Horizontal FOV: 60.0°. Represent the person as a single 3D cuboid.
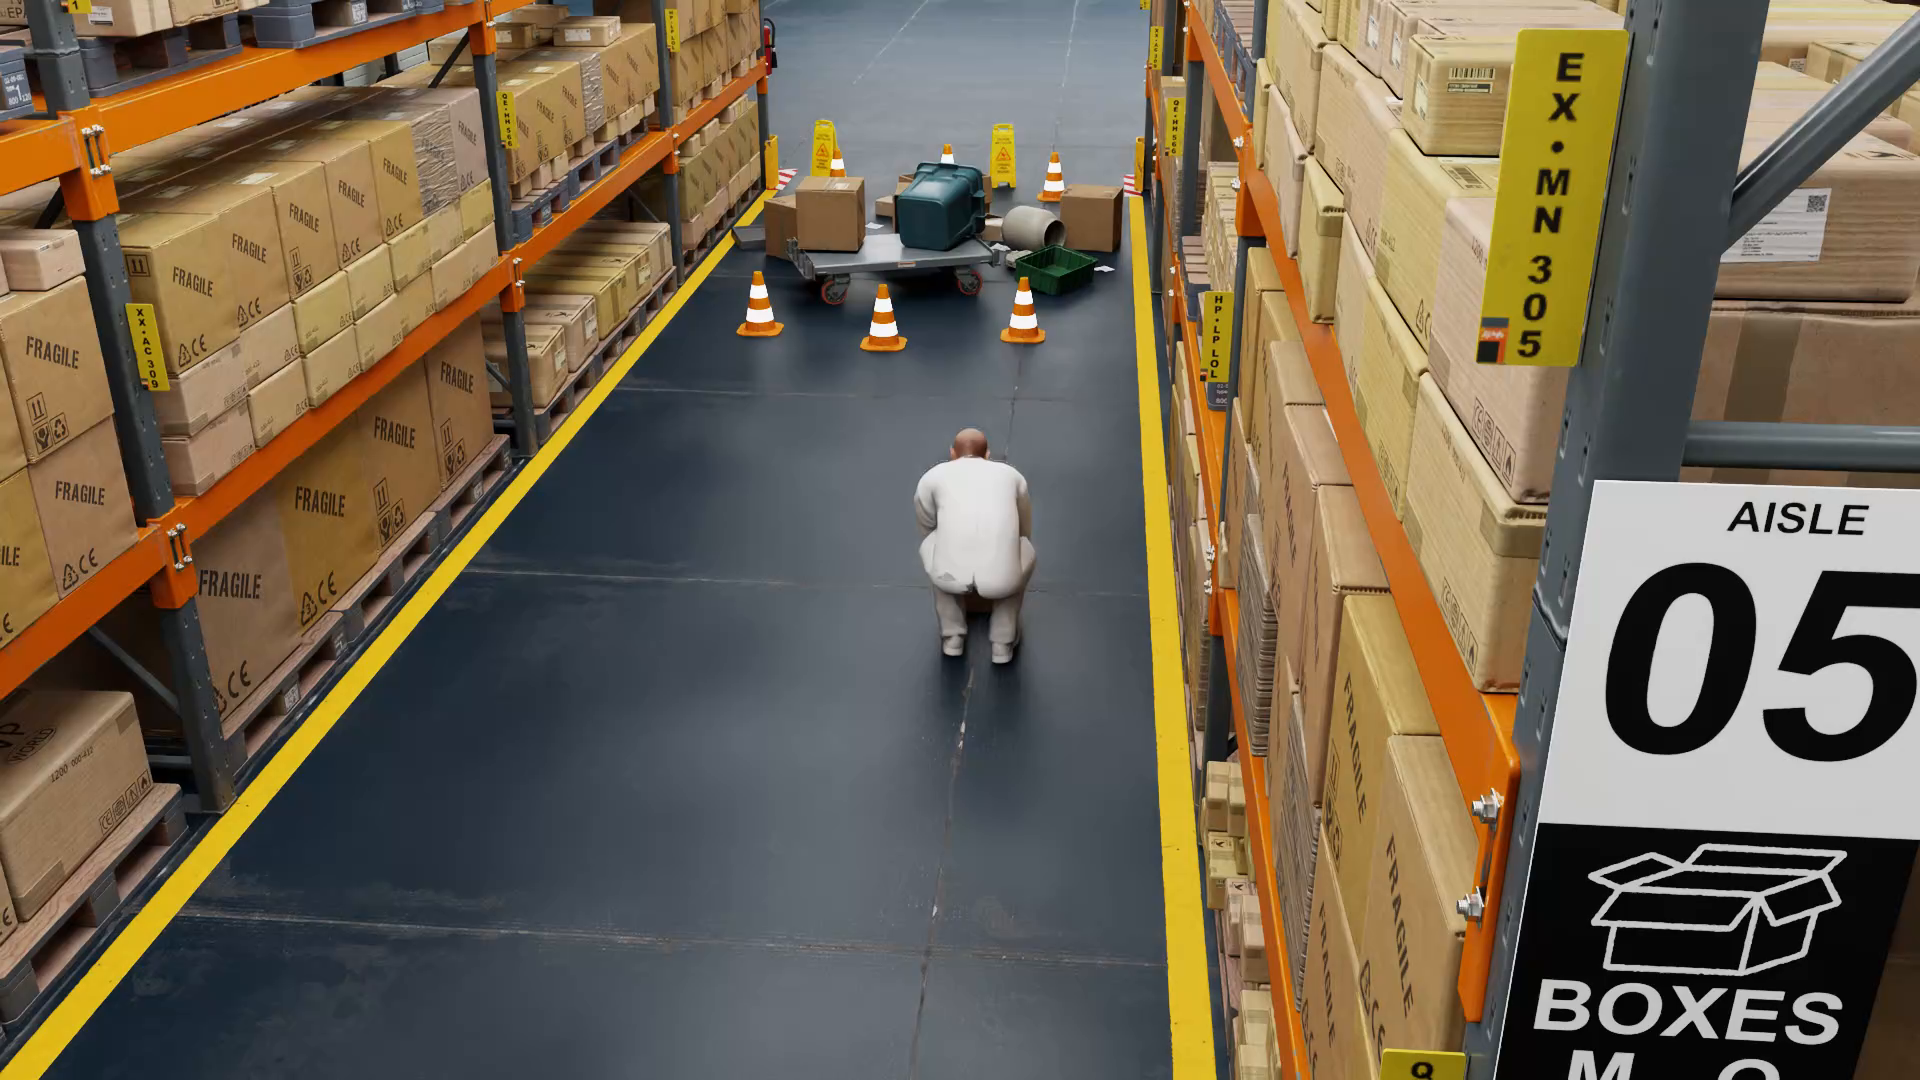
[{"bbox_3d":[0.073,0.041,8.054,0.610,0.941,0.898,2,24,4],"label":"person"}]
